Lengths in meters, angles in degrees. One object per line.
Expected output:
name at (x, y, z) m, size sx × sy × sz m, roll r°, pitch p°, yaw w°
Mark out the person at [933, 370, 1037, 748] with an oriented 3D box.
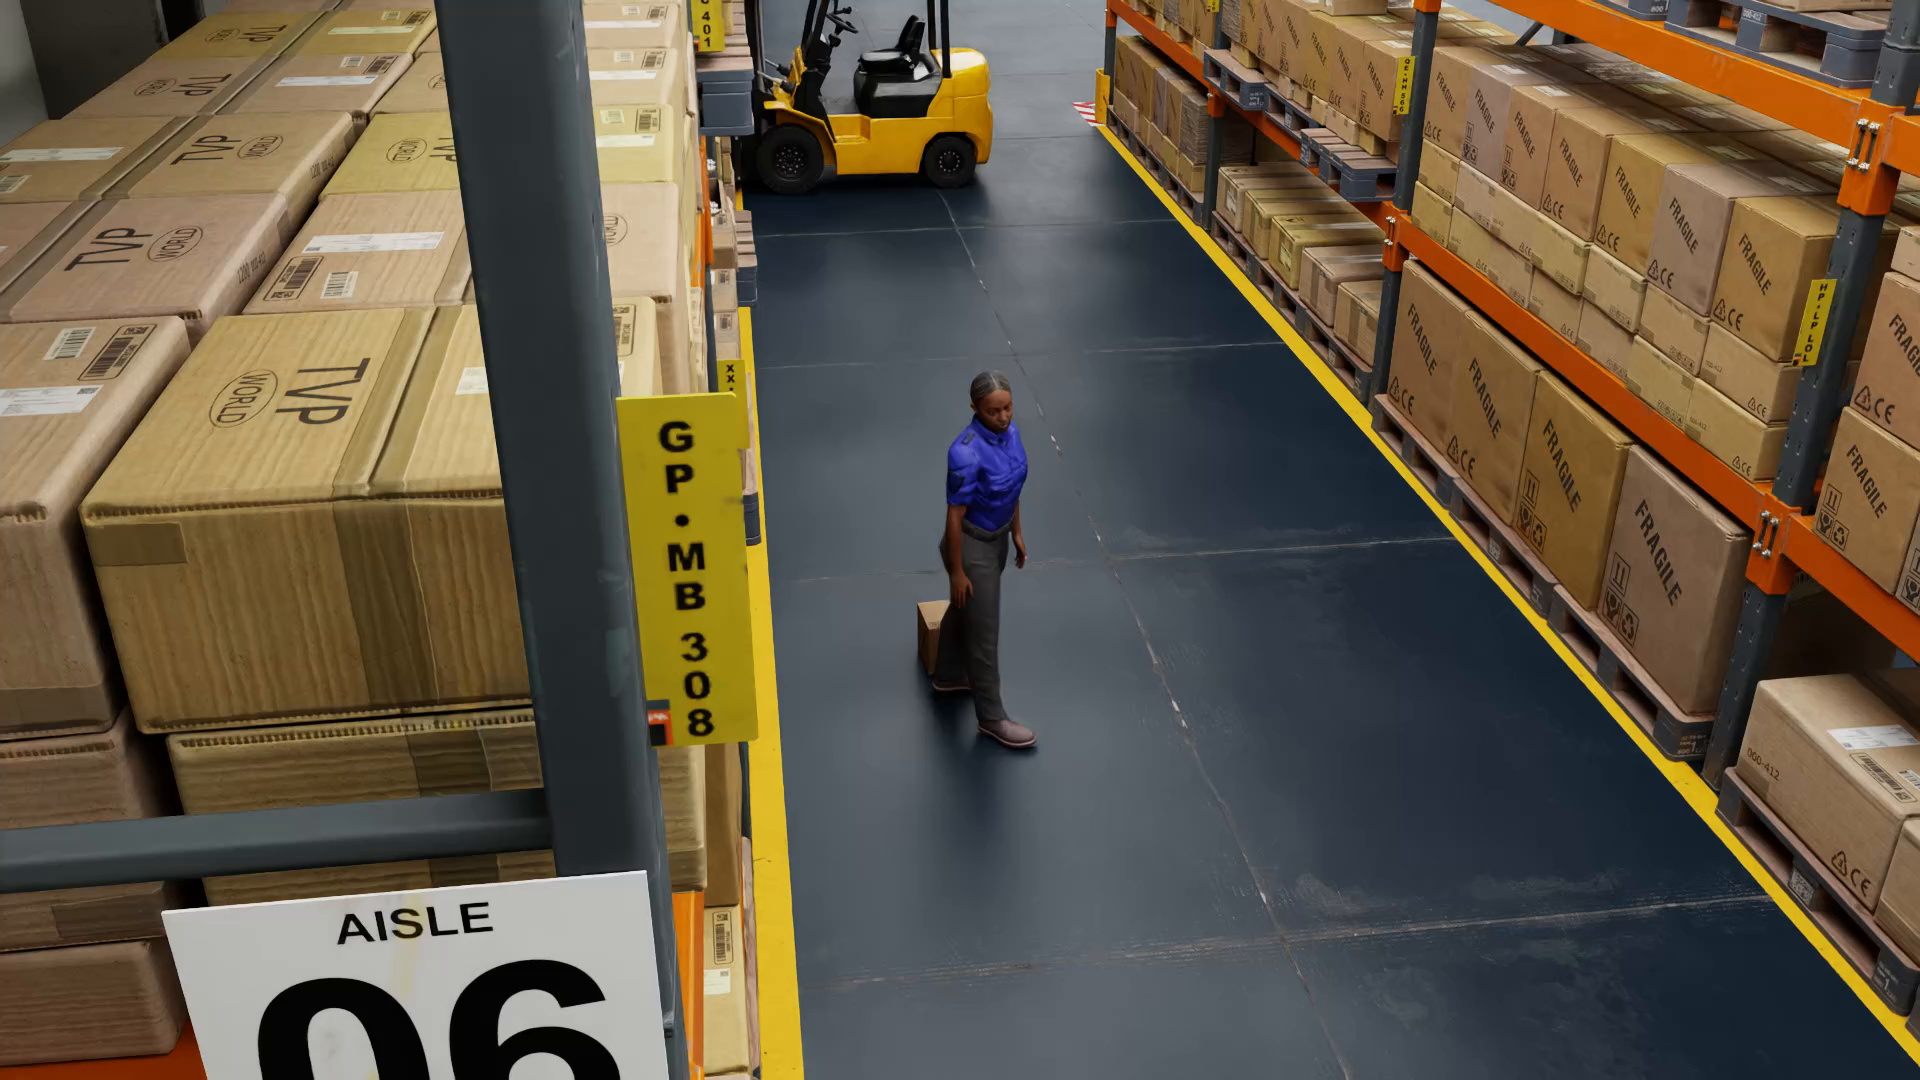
person at (0.118, 0.040, 7.017) m, size 0.596 × 1.645 × 0.521 m, roll 12°, pitch 30°, yaw 21°
